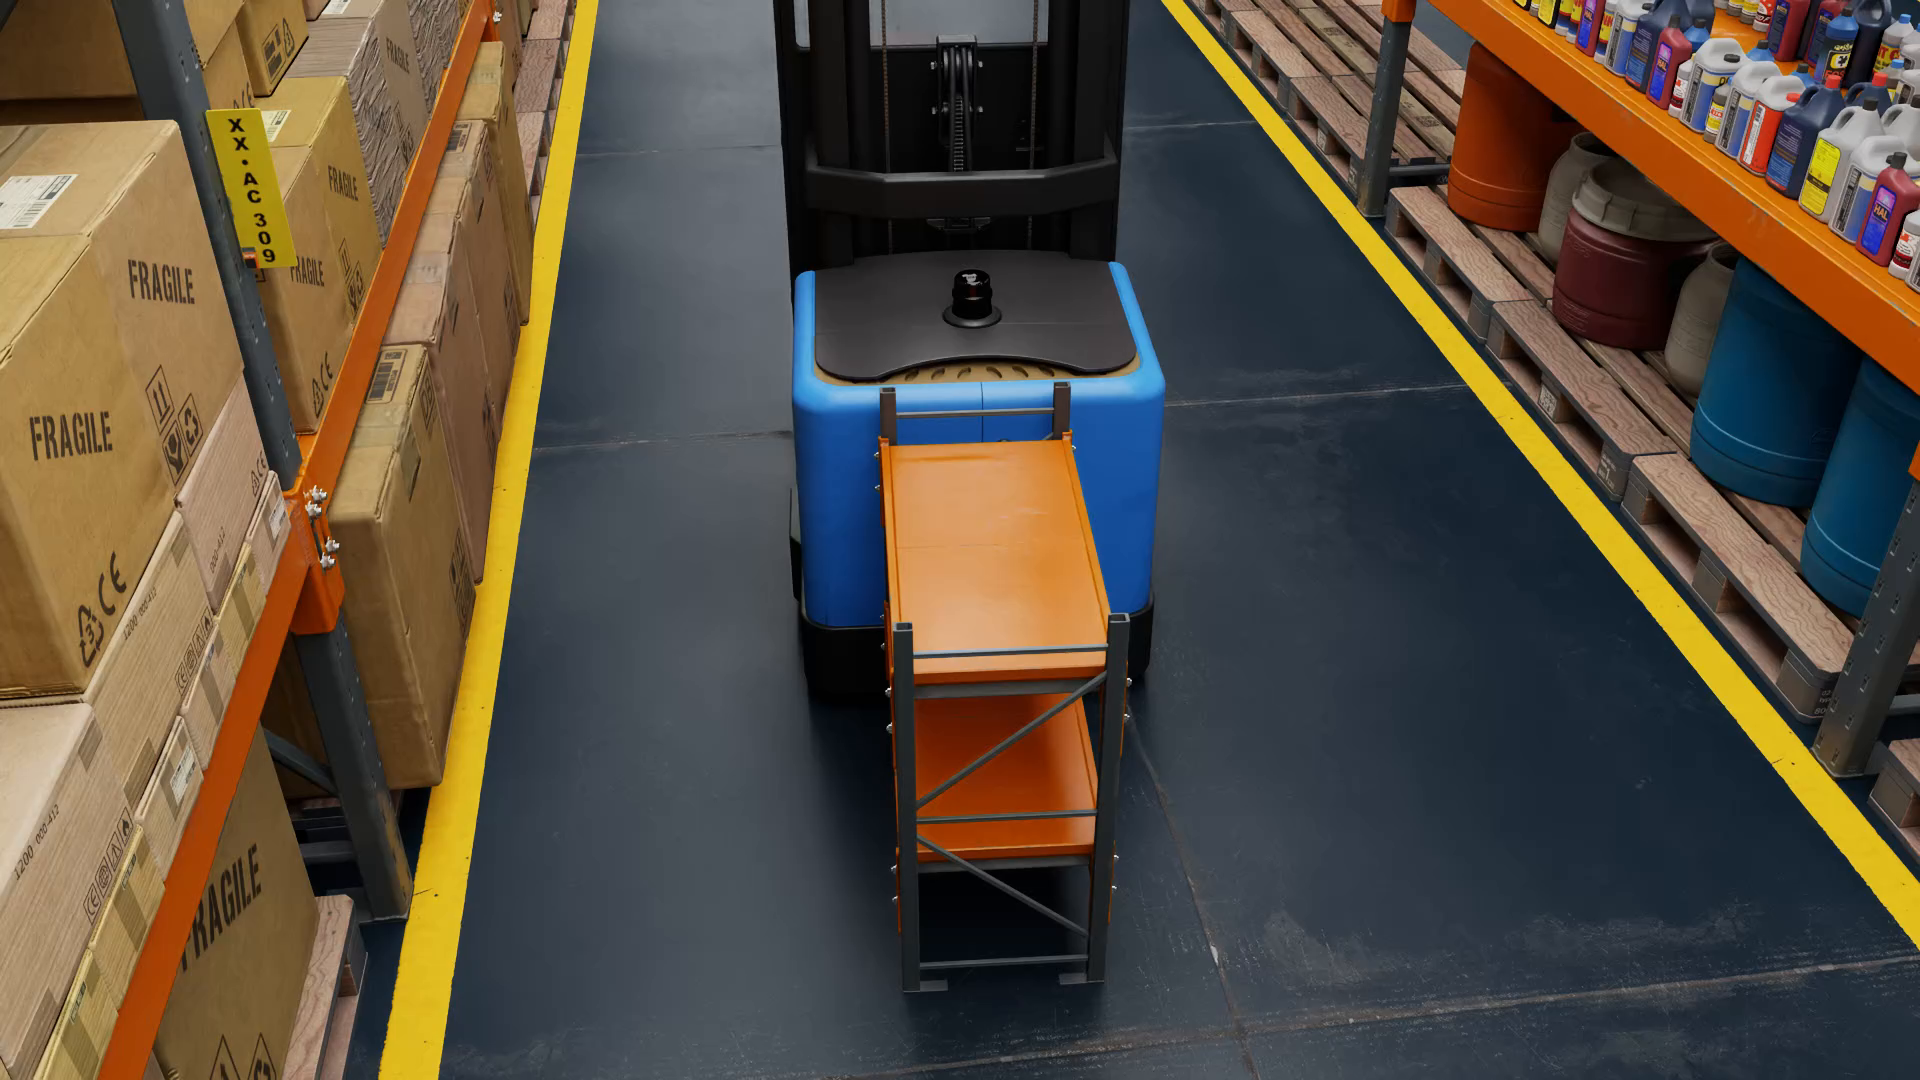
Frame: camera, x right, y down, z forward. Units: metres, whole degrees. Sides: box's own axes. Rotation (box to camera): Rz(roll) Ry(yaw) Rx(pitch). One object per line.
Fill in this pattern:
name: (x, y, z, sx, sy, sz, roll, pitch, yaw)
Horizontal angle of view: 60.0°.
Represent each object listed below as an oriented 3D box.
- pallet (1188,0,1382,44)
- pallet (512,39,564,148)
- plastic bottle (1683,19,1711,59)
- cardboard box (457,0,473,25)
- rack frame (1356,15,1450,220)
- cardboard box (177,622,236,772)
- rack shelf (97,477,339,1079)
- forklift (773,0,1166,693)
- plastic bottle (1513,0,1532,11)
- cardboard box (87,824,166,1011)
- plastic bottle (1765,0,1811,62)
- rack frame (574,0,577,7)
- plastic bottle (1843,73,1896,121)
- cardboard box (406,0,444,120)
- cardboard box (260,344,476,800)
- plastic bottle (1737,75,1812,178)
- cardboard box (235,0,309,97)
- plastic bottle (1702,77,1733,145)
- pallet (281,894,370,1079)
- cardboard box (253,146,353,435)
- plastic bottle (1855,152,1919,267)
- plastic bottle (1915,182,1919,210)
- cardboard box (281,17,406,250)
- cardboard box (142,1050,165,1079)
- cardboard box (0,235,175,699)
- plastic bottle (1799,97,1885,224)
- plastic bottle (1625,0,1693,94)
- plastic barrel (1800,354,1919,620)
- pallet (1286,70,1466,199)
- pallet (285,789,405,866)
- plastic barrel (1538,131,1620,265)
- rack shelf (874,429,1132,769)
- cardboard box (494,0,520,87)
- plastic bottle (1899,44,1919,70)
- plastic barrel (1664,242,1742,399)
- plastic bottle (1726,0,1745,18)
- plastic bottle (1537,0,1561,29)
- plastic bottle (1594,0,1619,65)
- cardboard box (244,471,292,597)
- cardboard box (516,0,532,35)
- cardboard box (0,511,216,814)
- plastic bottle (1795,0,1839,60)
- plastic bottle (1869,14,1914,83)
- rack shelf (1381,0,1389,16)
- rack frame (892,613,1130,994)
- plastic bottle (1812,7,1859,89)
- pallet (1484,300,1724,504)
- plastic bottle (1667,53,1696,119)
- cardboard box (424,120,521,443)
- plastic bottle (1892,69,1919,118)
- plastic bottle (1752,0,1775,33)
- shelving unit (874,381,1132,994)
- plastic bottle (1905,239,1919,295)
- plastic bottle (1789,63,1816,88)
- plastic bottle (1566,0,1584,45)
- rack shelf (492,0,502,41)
pallet: (2.045, -3.501, 10.700, 1.003, 0.211, 1.213, -4, 35, -6)
pallet: (-2.734, -2.445, 9.150, 1.003, 0.211, 1.213, -4, 35, -6)
plastic bottle: (2.437, -1.599, 5.546, 0.097, 0.271, 0.097, 0, 34, 0)
cardboard box: (-2.157, -2.266, 6.323, 0.500, 0.500, 0.500, -3, 34, -5)
rack frame: (2.439, -2.857, 7.279, 1.000, 3.000, 0.127, -4, 35, -6)
cardboard box: (-1.497, 0.286, 2.889, 0.380, 0.149, 0.250, -5, 35, -7)
rack shelf: (-1.662, 1.164, 2.018, 1.077, 0.370, 4.000, -4, 35, -6)
forklift: (-0.043, -1.562, 5.439, 1.130, 2.935, 3.031, -2, 34, -3)
plastic bottle: (2.212, -2.206, 6.428, 0.061, 0.283, 0.133, -4, 35, -6)
cardboard box: (-1.427, 0.574, 2.468, 0.380, 0.149, 0.250, -4, 34, -5)
plastic bottle: (2.951, -1.863, 5.924, 0.061, 0.283, 0.133, -4, 35, -6)
rack frame: (-3.007, -4.714, 10.004, 1.000, 3.000, 0.127, -4, 35, -6)
plastic bottle: (2.647, -1.207, 4.901, 0.144, 0.351, 0.185, -4, 35, -6)
cardboard box: (-2.023, -1.698, 5.490, 0.500, 0.500, 0.500, -5, 35, -8)
cardboard box: (-2.037, 0.099, 4.455, 1.225, 0.875, 0.875, -4, 35, -6)
plastic bottle: (2.486, -1.254, 5.037, 0.152, 0.276, 0.135, -4, 35, -6)
cardboard box: (-2.106, -1.445, 4.227, 0.797, 0.503, 0.637, -4, 34, -6)
plastic bottle: (2.425, -1.361, 5.260, 0.097, 0.201, 0.097, 0, 34, 0)
pallet: (-1.907, 1.333, 3.607, 1.003, 0.211, 1.213, -4, 35, -6)
cardboard box: (-1.746, -0.567, 3.829, 0.500, 0.500, 0.500, -4, 35, -6)
plastic bottle: (2.527, -0.898, 4.507, 0.061, 0.283, 0.133, -4, 35, -6)
plastic bottle: (2.603, -0.880, 4.554, 0.097, 0.201, 0.097, 0, 34, 0)
cardboard box: (-1.881, -1.126, 4.650, 0.500, 0.500, 0.500, -5, 35, -7)
cardboard box: (-1.801, 1.331, 2.647, 0.875, 0.875, 0.875, -4, 35, -6)
cardboard box: (-1.541, -0.104, 2.443, 0.500, 0.500, 0.500, -4, 34, -6)
plastic bottle: (2.529, -1.093, 4.733, 0.144, 0.351, 0.185, -4, 35, -6)
plastic bottle: (2.381, -1.707, 5.635, 0.144, 0.351, 0.185, -4, 35, -6)
plastic barrel: (2.920, -0.236, 4.923, 0.600, 0.901, 0.708, -4, 35, -6)
pallet: (2.373, -2.140, 8.703, 1.003, 0.211, 1.213, -4, 35, -6)
pallet: (-2.110, 0.478, 4.861, 1.003, 0.211, 1.213, -4, 35, -6)
plastic barrel: (2.686, -1.422, 7.010, 0.421, 0.512, 0.421, 0, 34, 0)
rack shelf: (0.074, 0.110, 4.070, 0.538, 0.278, 1.000, -2, 34, -3)
cardboard box: (-2.750, -2.627, 8.771, 0.700, 0.500, 0.500, -2, 34, -2)
plastic bottle: (3.136, -1.507, 5.408, 0.152, 0.276, 0.135, -4, 35, -6)
plastic barrel: (2.838, -0.792, 6.085, 0.421, 0.512, 0.421, 0, 34, 0)
plastic bottle: (3.010, -2.115, 6.367, 0.097, 0.201, 0.097, 0, 34, 0)
plastic bottle: (2.243, -2.078, 6.239, 0.061, 0.283, 0.133, -4, 35, -6)
plastic bottle: (2.320, -1.826, 5.881, 0.097, 0.271, 0.097, 0, 34, 0)
cardboard box: (-1.566, 0.000, 3.310, 0.380, 0.149, 0.250, -4, 34, -6)
cardboard box: (-2.901, -3.251, 9.686, 0.700, 0.500, 0.500, -5, 35, -7)
cardboard box: (-1.540, 0.205, 2.655, 0.500, 0.250, 0.500, -3, 34, -5)
plastic bottle: (3.050, -1.913, 5.938, 0.144, 0.351, 0.185, -4, 35, -6)
plastic bottle: (3.135, -1.626, 5.587, 0.097, 0.271, 0.097, 0, 34, 0)
rack shelf: (2.170, -3.676, 9.119, 1.077, 0.370, 4.000, -4, 35, -6)
rack frame: (0.108, 0.637, 3.816, 0.500, 1.125, 0.032, -2, 34, -3)
plastic bottle: (2.979, -1.669, 5.650, 0.097, 0.271, 0.097, 0, 34, 0)
pallet: (2.747, -0.588, 6.426, 1.003, 0.211, 1.213, -4, 35, -6)
plastic bottle: (2.394, -1.491, 5.450, 0.097, 0.201, 0.097, 0, 34, 0)
cardboard box: (-2.285, -0.893, 5.910, 1.225, 0.875, 0.875, -4, 35, -6)
plastic bottle: (3.017, -1.366, 5.201, 0.152, 0.276, 0.135, -4, 35, -6)
plastic bottle: (3.036, -2.007, 6.207, 0.097, 0.201, 0.097, 0, 34, 0)
shelving unit: (0.074, 0.352, 4.235, 0.538, 1.125, 1.048, -2, 34, -3)
plastic bottle: (2.603, -0.769, 4.325, 0.152, 0.276, 0.135, -4, 35, -6)
plastic bottle: (2.589, -1.347, 5.178, 0.097, 0.271, 0.097, 0, 34, 0)
plastic bottle: (2.289, -1.955, 6.070, 0.097, 0.271, 0.097, 0, 34, 0)
rack shelf: (-2.738, -3.301, 8.568, 1.077, 0.370, 4.000, -4, 35, -6)
